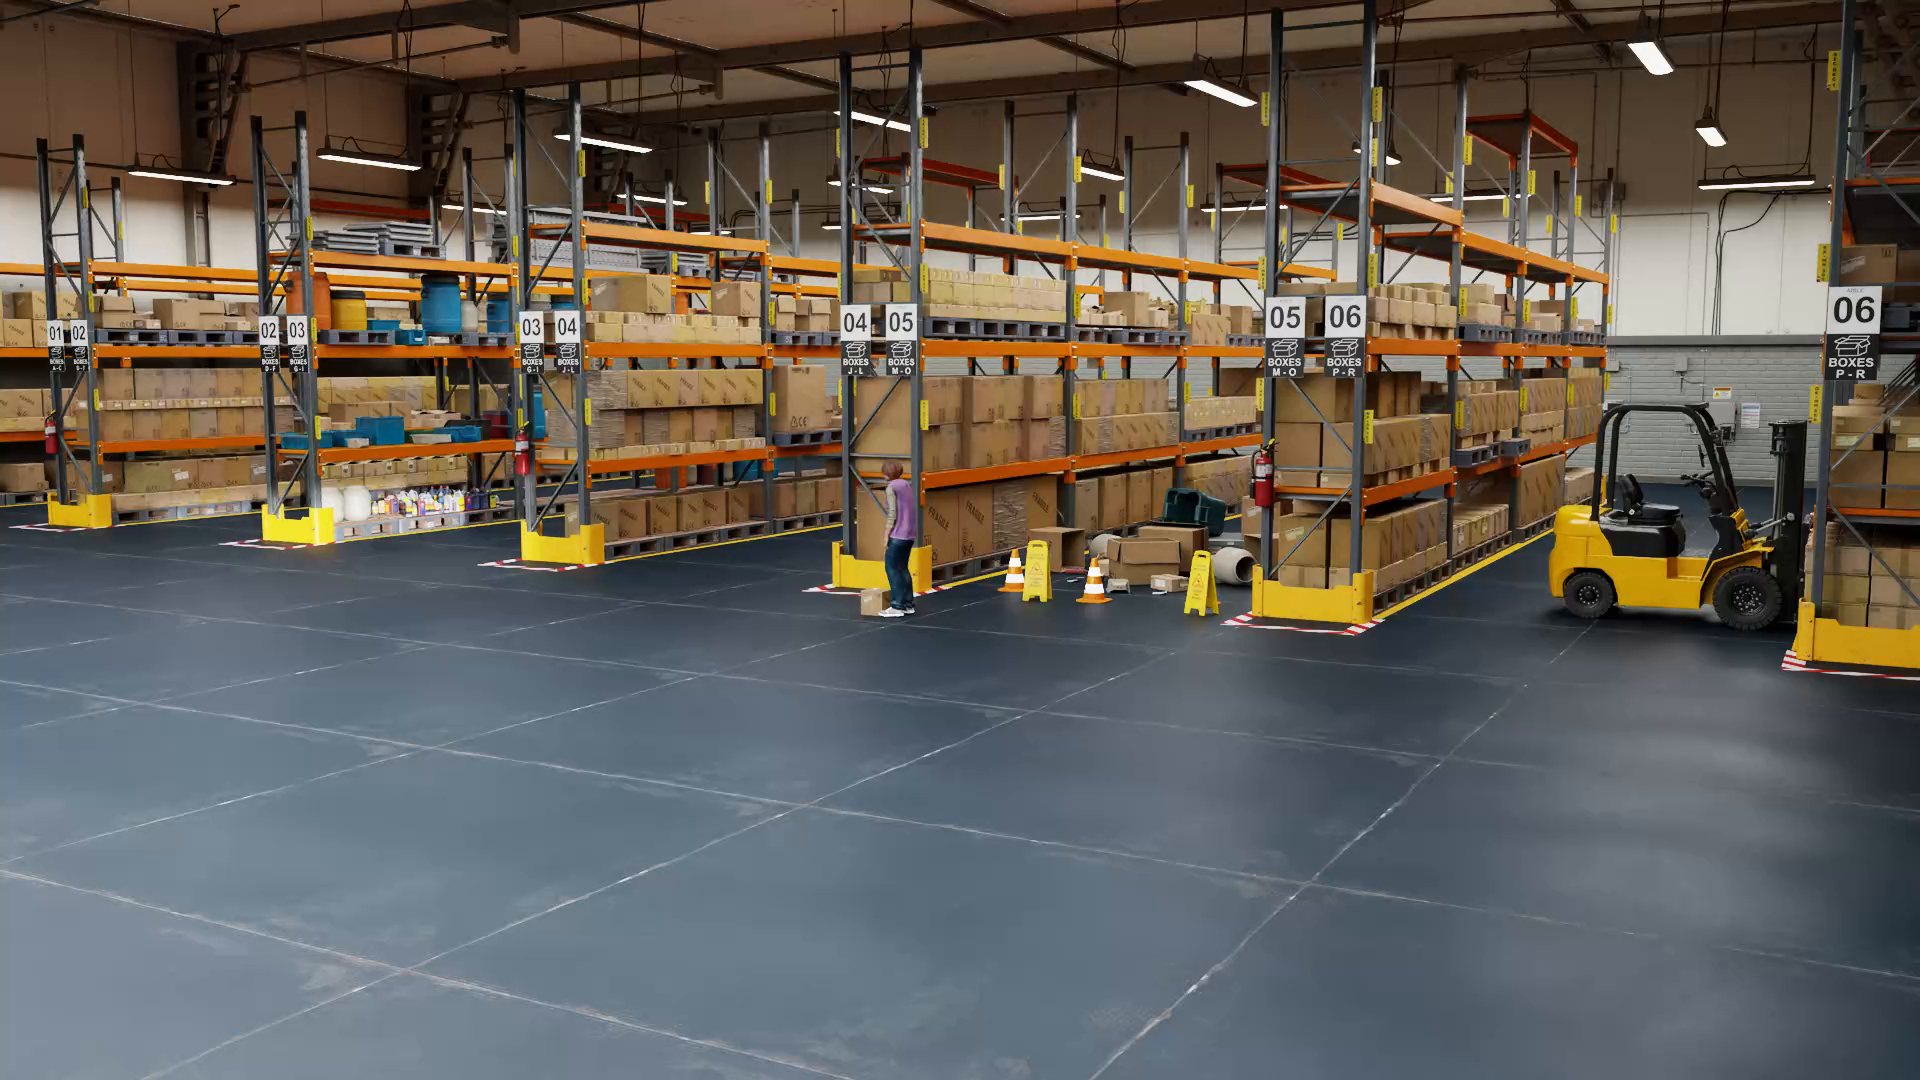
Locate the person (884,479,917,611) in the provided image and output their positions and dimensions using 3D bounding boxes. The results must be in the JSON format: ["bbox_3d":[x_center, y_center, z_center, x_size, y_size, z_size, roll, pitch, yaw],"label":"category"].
[{"bbox_3d":[-0.595,0.044,16.794,0.290,1.327,0.457,3,7,28],"label":"person"}]
